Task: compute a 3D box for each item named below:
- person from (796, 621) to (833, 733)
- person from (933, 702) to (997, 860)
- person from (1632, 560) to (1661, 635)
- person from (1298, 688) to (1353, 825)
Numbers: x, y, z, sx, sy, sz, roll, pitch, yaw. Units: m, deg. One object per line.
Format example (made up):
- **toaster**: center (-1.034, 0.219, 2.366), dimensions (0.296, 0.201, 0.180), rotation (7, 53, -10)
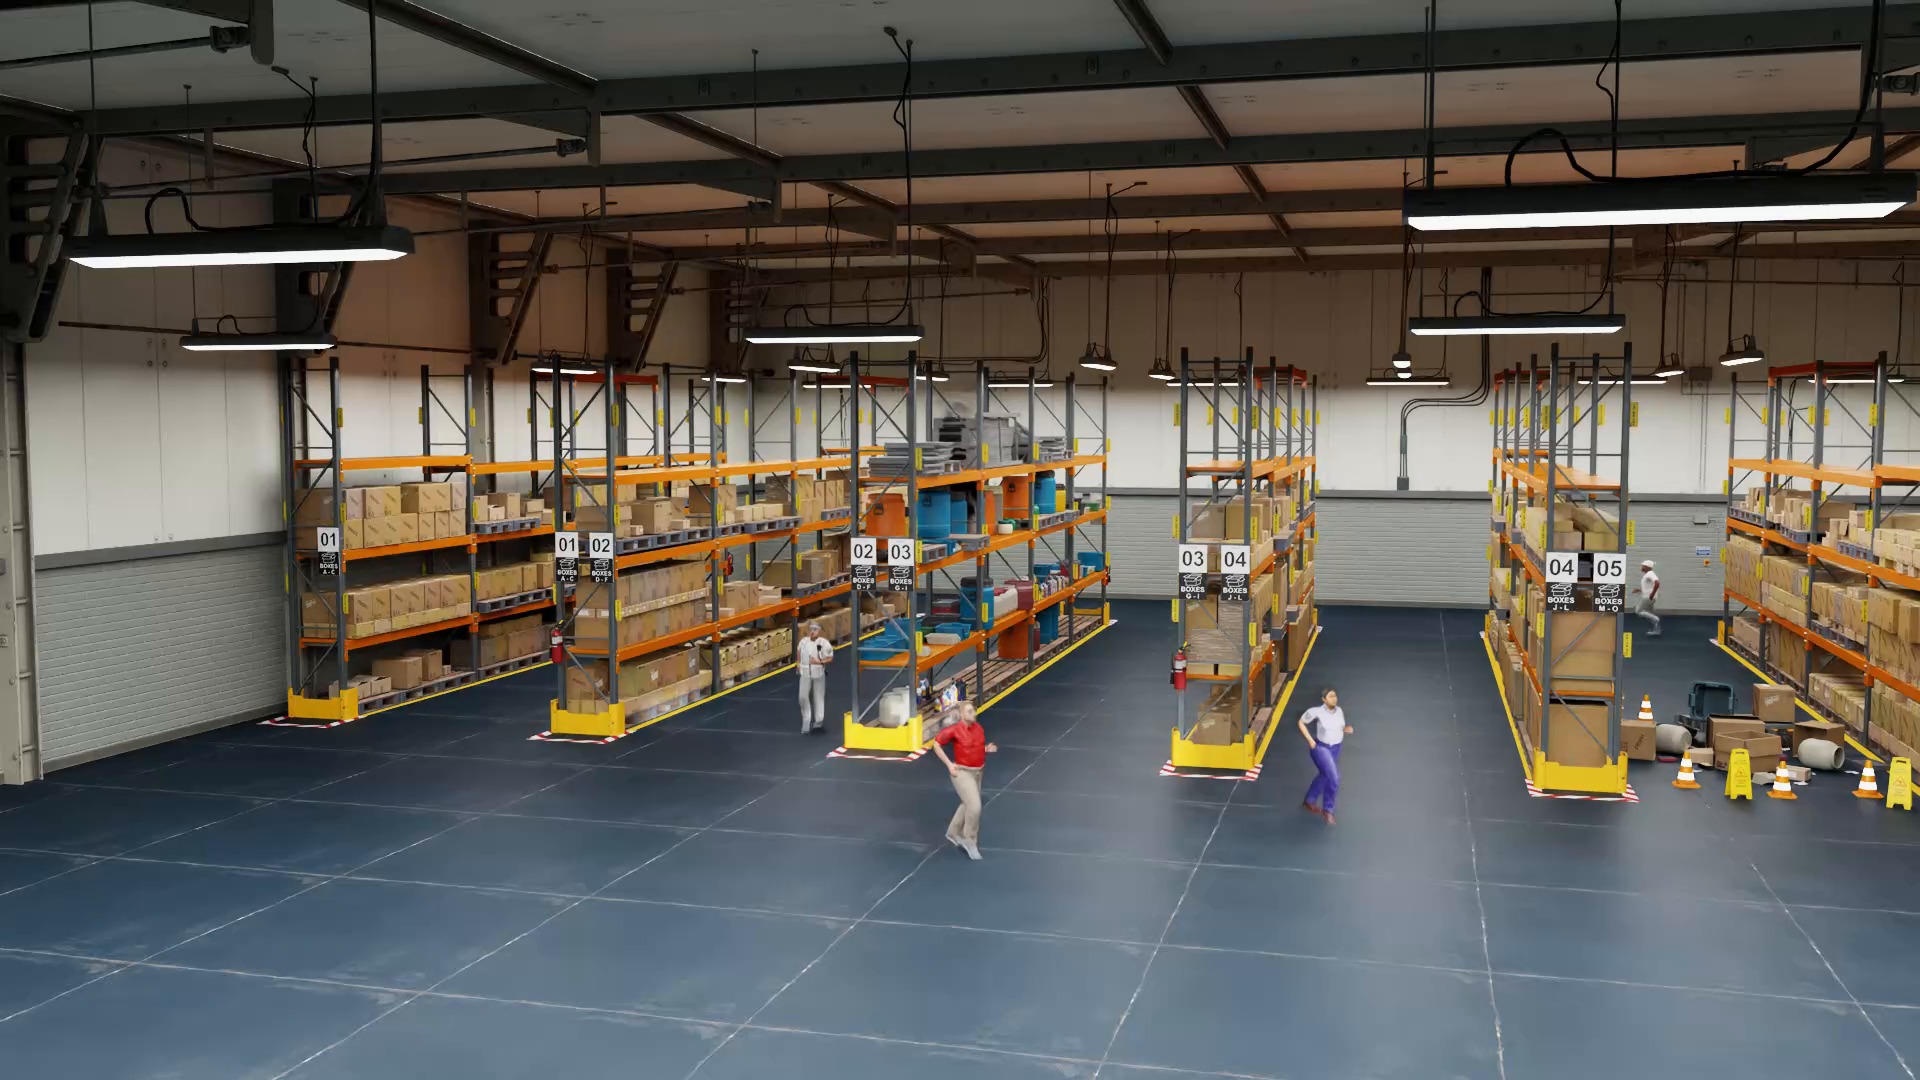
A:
- **person**: center (-2.336, 2.180, 26.504), dimensions (0.645, 1.812, 0.699), rotation (1, 4, 7)
- **person**: center (0.090, 2.755, 19.072), dimensions (0.741, 1.800, 0.640), rotation (3, 5, 38)
- **person**: center (15.847, 1.328, 38.375), dimensions (0.657, 1.719, 0.736), rotation (2, 5, 23)
- **person**: center (4.567, 2.684, 20.717), dimensions (0.573, 1.718, 0.746), rotation (-3, 5, -36)
